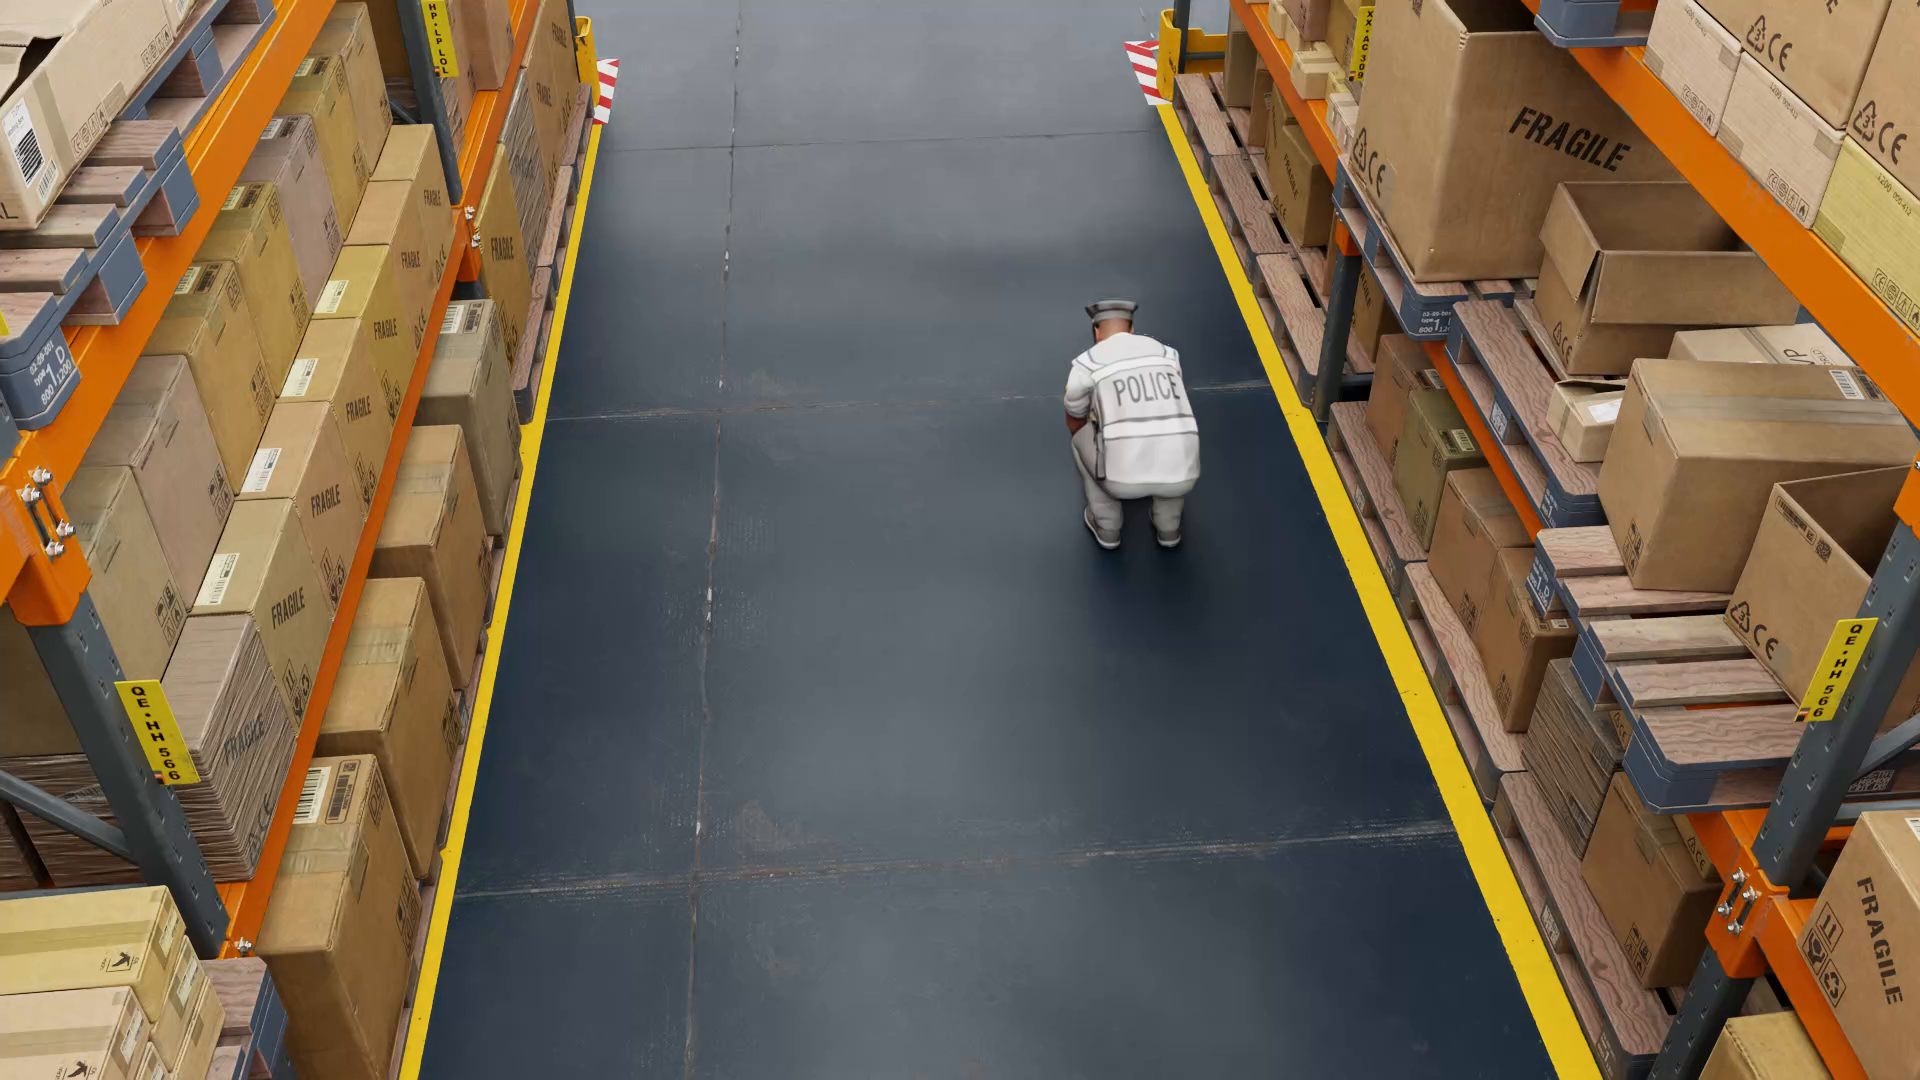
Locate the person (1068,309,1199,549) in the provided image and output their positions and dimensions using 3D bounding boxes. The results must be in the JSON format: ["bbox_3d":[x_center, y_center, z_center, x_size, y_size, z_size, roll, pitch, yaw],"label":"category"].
[{"bbox_3d":[0.773,-0.490,7.458,0.551,0.899,0.957,-3,39,-4],"label":"person"}]
